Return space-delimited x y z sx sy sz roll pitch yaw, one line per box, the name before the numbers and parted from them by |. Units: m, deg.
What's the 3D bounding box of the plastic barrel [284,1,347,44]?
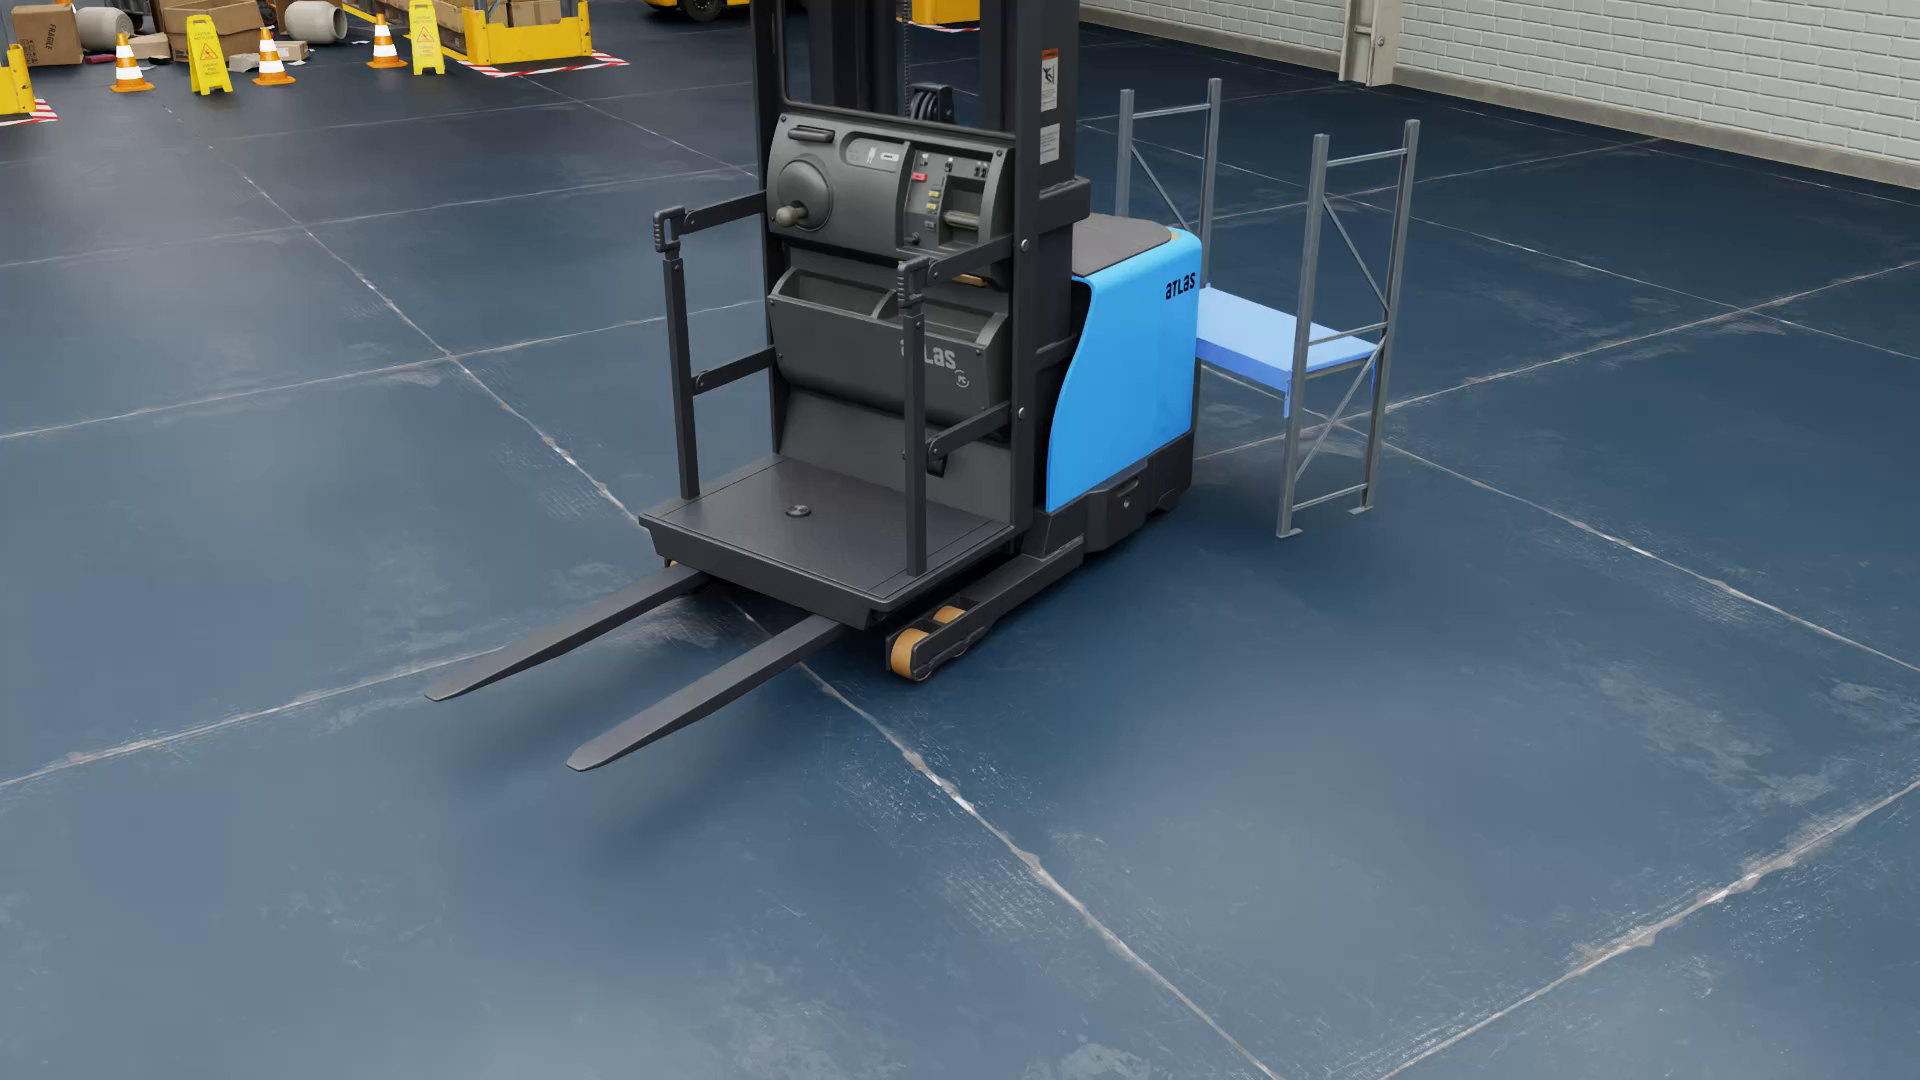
plastic barrel | -6.534 -5.249 16.872 0.512 0.421 0.421 3 25 6

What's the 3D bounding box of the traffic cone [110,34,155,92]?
traffic cone | -7.331 -4.212 14.630 0.336 0.463 0.334 -16 29 -30

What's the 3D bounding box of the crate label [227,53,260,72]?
crate label | -6.679 -4.473 15.564 0.298 0.136 0.250 12 28 24

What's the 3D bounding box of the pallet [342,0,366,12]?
pallet | -6.748 -6.476 19.720 1.003 0.211 1.213 -16 29 -30

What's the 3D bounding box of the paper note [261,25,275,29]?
paper note | -7.462 -5.529 17.926 0.148 0.019 0.142 -16 29 -30

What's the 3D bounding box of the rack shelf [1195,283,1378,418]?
rack shelf | 1.116 -0.762 6.524 0.538 0.185 1.000 -16 30 -31

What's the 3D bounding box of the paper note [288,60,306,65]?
paper note | -6.322 -4.559 15.872 0.142 0.019 0.148 18 31 33

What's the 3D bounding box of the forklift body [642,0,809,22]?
forklift body | -2.545 -7.055 18.675 2.313 2.155 1.214 -16 29 -30

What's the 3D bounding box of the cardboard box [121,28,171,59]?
cardboard box | -7.933 -4.847 16.206 0.396 0.266 0.258 -10 27 -21

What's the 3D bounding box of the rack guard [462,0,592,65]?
rack guard | -4.180 -4.925 16.096 1.175 0.500 0.348 -16 29 -30

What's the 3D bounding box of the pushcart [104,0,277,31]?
pushcart | -8.205 -5.723 17.932 0.936 0.377 1.648 18 31 33

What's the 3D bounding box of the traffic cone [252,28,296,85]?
traffic cone | -6.198 -4.353 14.930 0.336 0.463 0.334 -16 29 -30

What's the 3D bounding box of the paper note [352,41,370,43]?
paper note | -6.132 -5.104 17.026 0.148 0.019 0.142 18 31 33

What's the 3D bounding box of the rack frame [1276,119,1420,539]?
rack frame | 1.408 -0.747 6.071 0.500 1.500 0.032 -16 30 -31

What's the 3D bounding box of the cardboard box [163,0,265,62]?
cardboard box | -7.218 -4.937 16.119 0.637 0.503 0.797 7 26 15

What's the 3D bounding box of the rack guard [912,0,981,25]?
rack guard | 0.032 -6.047 18.473 1.175 0.500 0.348 -16 29 -30

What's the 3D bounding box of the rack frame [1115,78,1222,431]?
rack frame | 0.826 -1.103 6.825 0.500 1.500 0.032 -16 30 -31

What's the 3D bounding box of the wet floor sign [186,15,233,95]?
wet floor sign | -6.556 -4.224 14.443 0.267 0.644 0.232 -22 33 -38

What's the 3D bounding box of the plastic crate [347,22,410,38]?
plastic crate | -6.152 -5.386 17.564 0.583 0.080 0.402 18 31 33

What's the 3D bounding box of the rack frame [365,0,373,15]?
rack frame | -6.322 -7.458 18.536 1.000 3.000 0.127 -16 29 -30

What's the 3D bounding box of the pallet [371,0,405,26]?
pallet | -5.926 -5.965 18.639 1.003 0.211 1.213 -16 29 -30

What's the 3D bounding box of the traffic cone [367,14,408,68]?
traffic cone | -5.454 -4.734 15.735 0.336 0.463 0.334 -16 29 -30

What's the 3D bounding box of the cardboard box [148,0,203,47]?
cardboard box | -7.736 -5.331 16.794 0.797 0.637 0.503 -16 29 -30

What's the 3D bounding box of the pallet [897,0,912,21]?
pallet | -0.434 -6.189 19.112 1.003 0.211 1.213 -16 29 -30

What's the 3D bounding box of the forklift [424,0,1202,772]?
forklift | -0.373 -1.112 5.173 1.130 2.935 3.031 18 31 33

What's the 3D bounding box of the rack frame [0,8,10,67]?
rack frame | -8.230 -4.838 12.985 1.000 3.000 0.127 -16 29 -30

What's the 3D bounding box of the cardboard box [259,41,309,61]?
cardboard box | -6.546 -4.736 16.109 0.380 0.149 0.250 -1 25 -3

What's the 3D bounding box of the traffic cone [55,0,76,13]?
traffic cone | -9.881 -5.953 18.318 0.336 0.463 0.334 -16 29 -30

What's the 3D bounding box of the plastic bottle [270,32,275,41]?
plastic bottle | -7.189 -5.231 17.259 0.133 0.061 0.283 -10 27 -21

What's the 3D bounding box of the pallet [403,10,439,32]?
pallet | -5.255 -5.529 17.714 1.003 0.211 1.213 -16 29 -30

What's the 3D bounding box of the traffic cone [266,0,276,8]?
traffic cone | -8.172 -6.429 19.325 0.336 0.463 0.334 -16 29 -30

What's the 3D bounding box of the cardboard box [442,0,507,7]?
cardboard box | -4.794 -5.539 16.320 0.500 0.500 0.500 -15 29 -29

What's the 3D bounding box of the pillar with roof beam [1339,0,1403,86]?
pillar with roof beam | 0.062 -7.208 10.979 9.100 9.000 0.400 -16 29 -30

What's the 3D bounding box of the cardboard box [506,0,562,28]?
cardboard box | -4.347 -5.327 16.750 0.500 0.250 0.500 -16 30 -30

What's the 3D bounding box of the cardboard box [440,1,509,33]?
cardboard box | -4.818 -5.209 16.500 0.500 0.250 0.500 -16 29 -30

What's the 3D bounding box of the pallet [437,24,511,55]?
pallet | -4.594 -5.093 16.791 1.003 0.211 1.213 -16 29 -30

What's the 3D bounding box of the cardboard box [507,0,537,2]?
cardboard box | -4.360 -5.675 16.608 0.500 0.500 0.500 -17 30 -31

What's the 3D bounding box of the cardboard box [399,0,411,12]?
cardboard box | -5.633 -5.754 17.653 0.500 0.250 0.500 -16 30 -30

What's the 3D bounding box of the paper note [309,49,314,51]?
paper note | -6.474 -4.892 16.602 0.032 0.001 0.123 -16 29 -30

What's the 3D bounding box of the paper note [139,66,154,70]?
paper note | -7.641 -4.436 15.613 0.144 0.017 0.142 -6 26 -12

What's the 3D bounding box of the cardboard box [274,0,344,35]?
cardboard box | -6.877 -5.629 17.585 0.500 0.500 0.500 3 25 6

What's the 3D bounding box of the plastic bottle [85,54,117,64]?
plastic bottle | -8.239 -4.628 15.981 0.133 0.061 0.283 18 31 33

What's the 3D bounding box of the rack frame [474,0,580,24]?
rack frame | -4.138 -6.028 15.505 1.000 3.000 0.127 -16 29 -30

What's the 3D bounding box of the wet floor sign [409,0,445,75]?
wet floor sign | -4.931 -4.646 15.335 0.267 0.644 0.232 -6 26 -12

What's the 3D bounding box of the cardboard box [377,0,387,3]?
cardboard box | -6.226 -6.131 18.453 0.500 0.250 0.500 -17 30 -32

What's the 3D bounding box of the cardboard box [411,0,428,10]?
cardboard box | -5.371 -5.574 17.272 0.500 0.250 0.500 -17 30 -31

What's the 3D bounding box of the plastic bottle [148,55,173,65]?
plastic bottle | -7.672 -4.599 15.921 0.283 0.061 0.133 18 31 33

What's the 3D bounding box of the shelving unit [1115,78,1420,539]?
shelving unit | 1.117 -0.925 6.448 0.538 1.500 1.048 -16 30 -31

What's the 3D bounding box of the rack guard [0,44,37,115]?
rack guard | -8.217 -3.699 13.500 1.175 0.500 0.348 -16 29 -30

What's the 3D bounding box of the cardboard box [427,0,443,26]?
cardboard box | -5.081 -5.388 16.878 0.500 0.250 0.500 -15 29 -29

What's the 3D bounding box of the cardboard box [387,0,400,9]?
cardboard box | -5.925 -5.943 18.054 0.500 0.250 0.500 -14 29 -27

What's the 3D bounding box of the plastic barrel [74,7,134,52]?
plastic barrel | -8.509 -5.055 16.463 0.512 0.421 0.421 3 25 6

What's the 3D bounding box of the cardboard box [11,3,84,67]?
cardboard box | -8.707 -4.823 15.879 0.500 0.500 0.500 -10 27 -21
